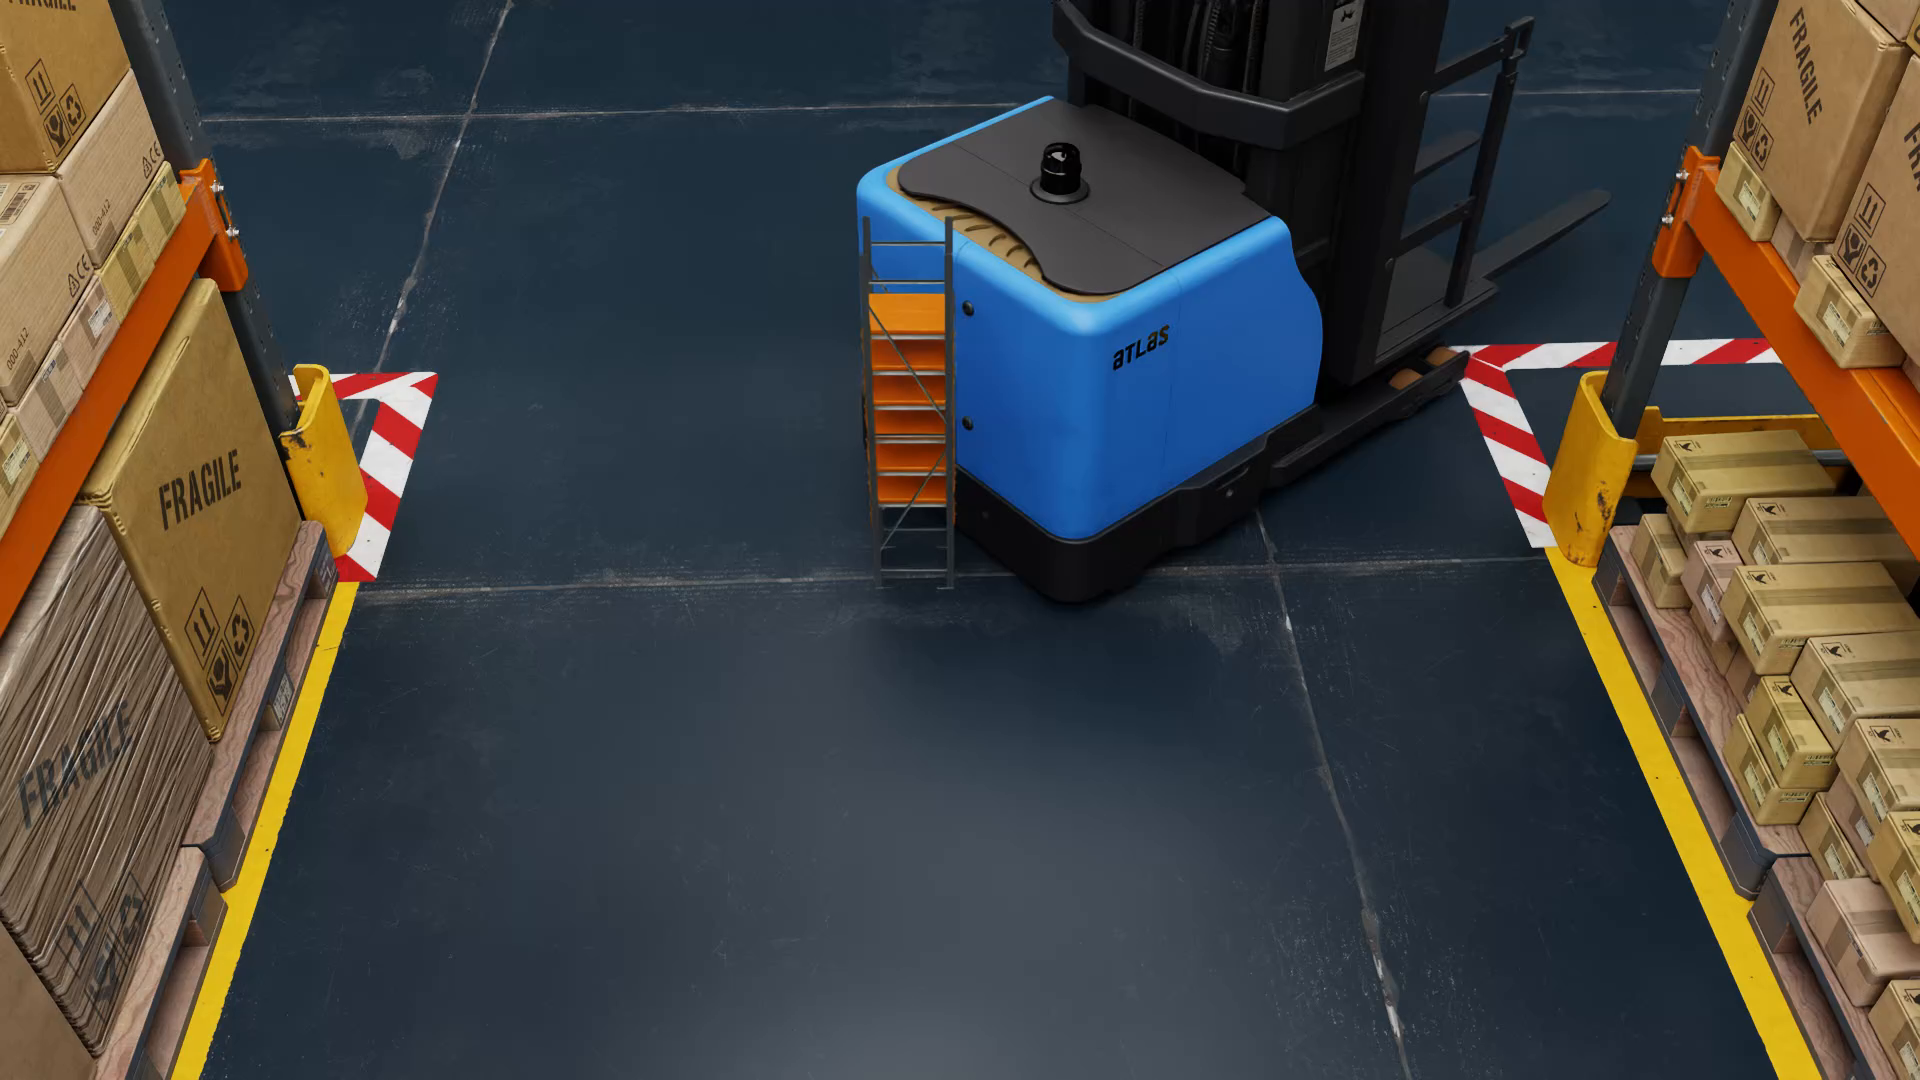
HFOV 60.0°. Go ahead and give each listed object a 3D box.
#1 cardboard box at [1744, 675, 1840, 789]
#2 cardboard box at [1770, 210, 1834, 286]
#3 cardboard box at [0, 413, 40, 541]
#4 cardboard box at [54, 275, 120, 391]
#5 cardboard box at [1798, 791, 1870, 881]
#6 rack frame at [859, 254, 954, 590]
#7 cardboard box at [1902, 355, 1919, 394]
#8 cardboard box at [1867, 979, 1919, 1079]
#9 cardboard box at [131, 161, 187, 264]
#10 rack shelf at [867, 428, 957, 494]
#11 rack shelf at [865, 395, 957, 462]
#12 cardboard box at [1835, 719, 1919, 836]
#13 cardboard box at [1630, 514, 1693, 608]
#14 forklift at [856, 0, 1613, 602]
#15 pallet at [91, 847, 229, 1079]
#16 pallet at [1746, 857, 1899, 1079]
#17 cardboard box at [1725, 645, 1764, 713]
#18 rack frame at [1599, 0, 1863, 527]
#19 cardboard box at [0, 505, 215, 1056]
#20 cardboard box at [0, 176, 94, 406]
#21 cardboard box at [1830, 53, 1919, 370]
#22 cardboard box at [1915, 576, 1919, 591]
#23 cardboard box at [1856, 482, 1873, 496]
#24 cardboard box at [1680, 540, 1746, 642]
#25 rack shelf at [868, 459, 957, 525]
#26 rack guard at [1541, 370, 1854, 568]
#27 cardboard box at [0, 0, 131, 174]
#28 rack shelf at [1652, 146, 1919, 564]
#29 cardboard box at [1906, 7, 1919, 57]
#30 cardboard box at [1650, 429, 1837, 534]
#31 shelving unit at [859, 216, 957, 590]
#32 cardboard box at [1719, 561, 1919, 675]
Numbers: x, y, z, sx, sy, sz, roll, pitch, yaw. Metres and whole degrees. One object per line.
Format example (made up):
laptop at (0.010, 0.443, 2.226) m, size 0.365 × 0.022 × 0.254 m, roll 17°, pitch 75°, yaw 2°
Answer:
cardboard box at (2.184, 0.470, 4.096) m, size 0.380 × 0.149 × 0.250 m, roll 0°, pitch 43°, yaw 0°
cardboard box at (2.200, -0.711, 3.992) m, size 0.380 × 0.149 × 0.250 m, roll 0°, pitch 43°, yaw 0°
cardboard box at (-2.109, -0.115, 3.342) m, size 0.380 × 0.149 × 0.250 m, roll -3°, pitch 43°, yaw -3°
cardboard box at (-2.131, -0.459, 3.717) m, size 0.380 × 0.149 × 0.250 m, roll -2°, pitch 43°, yaw -2°
cardboard box at (2.282, 0.743, 4.018) m, size 0.380 × 0.149 × 0.250 m, roll -2°, pitch 43°, yaw -2°
rack frame at (-0.139, -0.292, 4.680) m, size 0.240 × 1.200 × 0.006 m, roll 0°, pitch 43°, yaw 0°
cardboard box at (2.306, -0.357, 3.605) m, size 0.380 × 0.149 × 0.250 m, roll 0°, pitch 43°, yaw 0°
cardboard box at (2.243, 1.100, 3.629) m, size 0.380 × 0.149 × 0.250 m, roll -2°, pitch 43°, yaw -2°
cardboard box at (-2.154, -0.805, 4.094) m, size 0.380 × 0.149 × 0.250 m, roll -1°, pitch 43°, yaw -1°
rack shelf at (-0.139, -0.232, 4.858) m, size 0.258 × 0.103 × 0.180 m, roll 0°, pitch 43°, yaw 0°
rack shelf at (-0.139, -0.321, 4.777) m, size 0.258 × 0.103 × 0.180 m, roll 0°, pitch 43°, yaw 0°
cardboard box at (2.255, 0.547, 3.792) m, size 0.380 × 0.149 × 0.250 m, roll 0°, pitch 43°, yaw 0°
cardboard box at (2.164, 0.056, 4.768) m, size 0.380 × 0.149 × 0.250 m, roll -1°, pitch 43°, yaw -1°
forklift at (1.131, -1.745, 4.984) m, size 3.031 × 2.935 × 1.130 m, roll -30°, pitch 50°, yaw -29°
pallet at (-2.337, 1.259, 3.721) m, size 1.003 × 0.211 × 1.213 m, roll -2°, pitch 43°, yaw -2°
pallet at (2.513, 1.248, 3.733) m, size 1.003 × 0.211 × 1.213 m, roll -2°, pitch 43°, yaw -2°
cardboard box at (2.275, 0.398, 4.395) m, size 0.380 × 0.149 × 0.250 m, roll -1°, pitch 43°, yaw -1°
rack frame at (2.462, -1.203, 4.342) m, size 1.000 × 3.000 × 0.127 m, roll -2°, pitch 43°, yaw -2°
cardboard box at (-2.352, 0.544, 3.698) m, size 0.875 × 0.875 × 0.875 m, roll -2°, pitch 43°, yaw -2°
cardboard box at (-2.191, -0.521, 3.489) m, size 0.500 × 0.250 × 0.500 m, roll -2°, pitch 43°, yaw -3°
cardboard box at (2.253, -0.677, 3.475) m, size 0.500 × 0.500 × 0.500 m, roll -2°, pitch 43°, yaw -2°
cardboard box at (2.691, -0.004, 4.394) m, size 0.380 × 0.149 × 0.250 m, roll -1°, pitch 43°, yaw -1°
cardboard box at (2.769, -0.068, 4.683) m, size 0.380 × 0.149 × 0.250 m, roll -3°, pitch 43°, yaw -3°
cardboard box at (2.183, 0.131, 4.466) m, size 0.380 × 0.149 × 0.250 m, roll -2°, pitch 43°, yaw -2°
rack shelf at (-0.139, -0.144, 4.939) m, size 0.258 × 0.103 × 0.180 m, roll 0°, pitch 43°, yaw 0°
rack guard at (2.465, -0.230, 5.131) m, size 1.175 × 0.500 × 0.348 m, roll -2°, pitch 43°, yaw -2°
cardboard box at (-2.215, -1.138, 3.607) m, size 0.500 × 0.500 × 0.500 m, roll -1°, pitch 43°, yaw -1°
rack shelf at (2.547, 0.413, 3.112) m, size 1.077 × 0.370 × 4.000 m, roll -2°, pitch 43°, yaw -2°
cardboard box at (2.244, -1.066, 3.160) m, size 0.500 × 0.500 × 0.500 m, roll -1°, pitch 43°, yaw -1°
cardboard box at (2.145, -0.162, 4.566) m, size 0.380 × 0.149 × 0.250 m, roll -3°, pitch 43°, yaw -4°
shelving unit at (-0.139, -0.354, 4.747) m, size 0.258 × 1.200 × 0.189 m, roll 0°, pitch 43°, yaw 0°
cardboard box at (2.159, 0.194, 4.177) m, size 0.380 × 0.149 × 0.250 m, roll -2°, pitch 43°, yaw -2°
